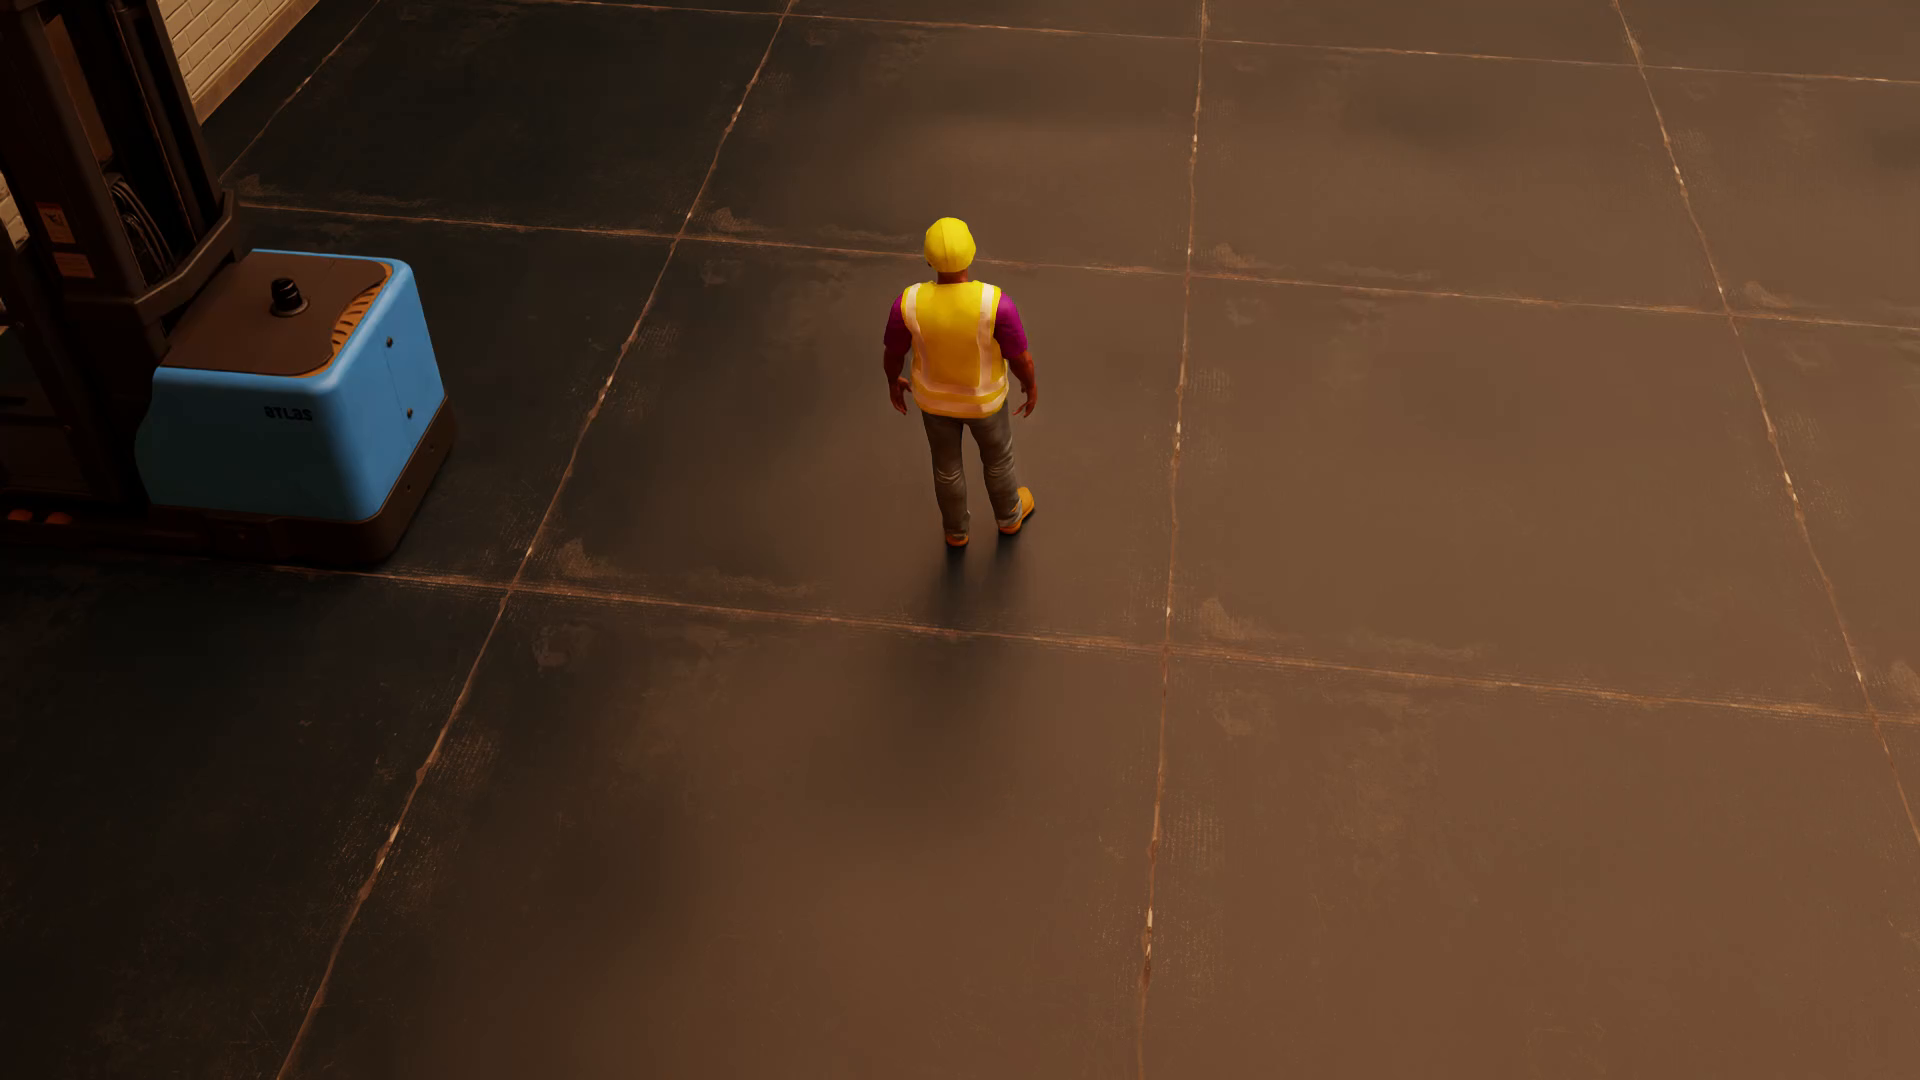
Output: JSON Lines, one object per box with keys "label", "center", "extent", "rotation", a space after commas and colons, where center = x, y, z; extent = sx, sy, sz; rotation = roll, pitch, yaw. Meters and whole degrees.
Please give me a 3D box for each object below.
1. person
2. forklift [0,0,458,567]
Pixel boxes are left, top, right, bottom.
{"label": "person", "center": [0.004, -0.671, 7.262], "extent": [0.666, 1.709, 0.418], "rotation": [5, 43, 6]}
{"label": "forklift", "center": [-4.084, -1.397, 7.245], "extent": [3.031, 2.935, 1.130], "rotation": [5, 43, 5]}
